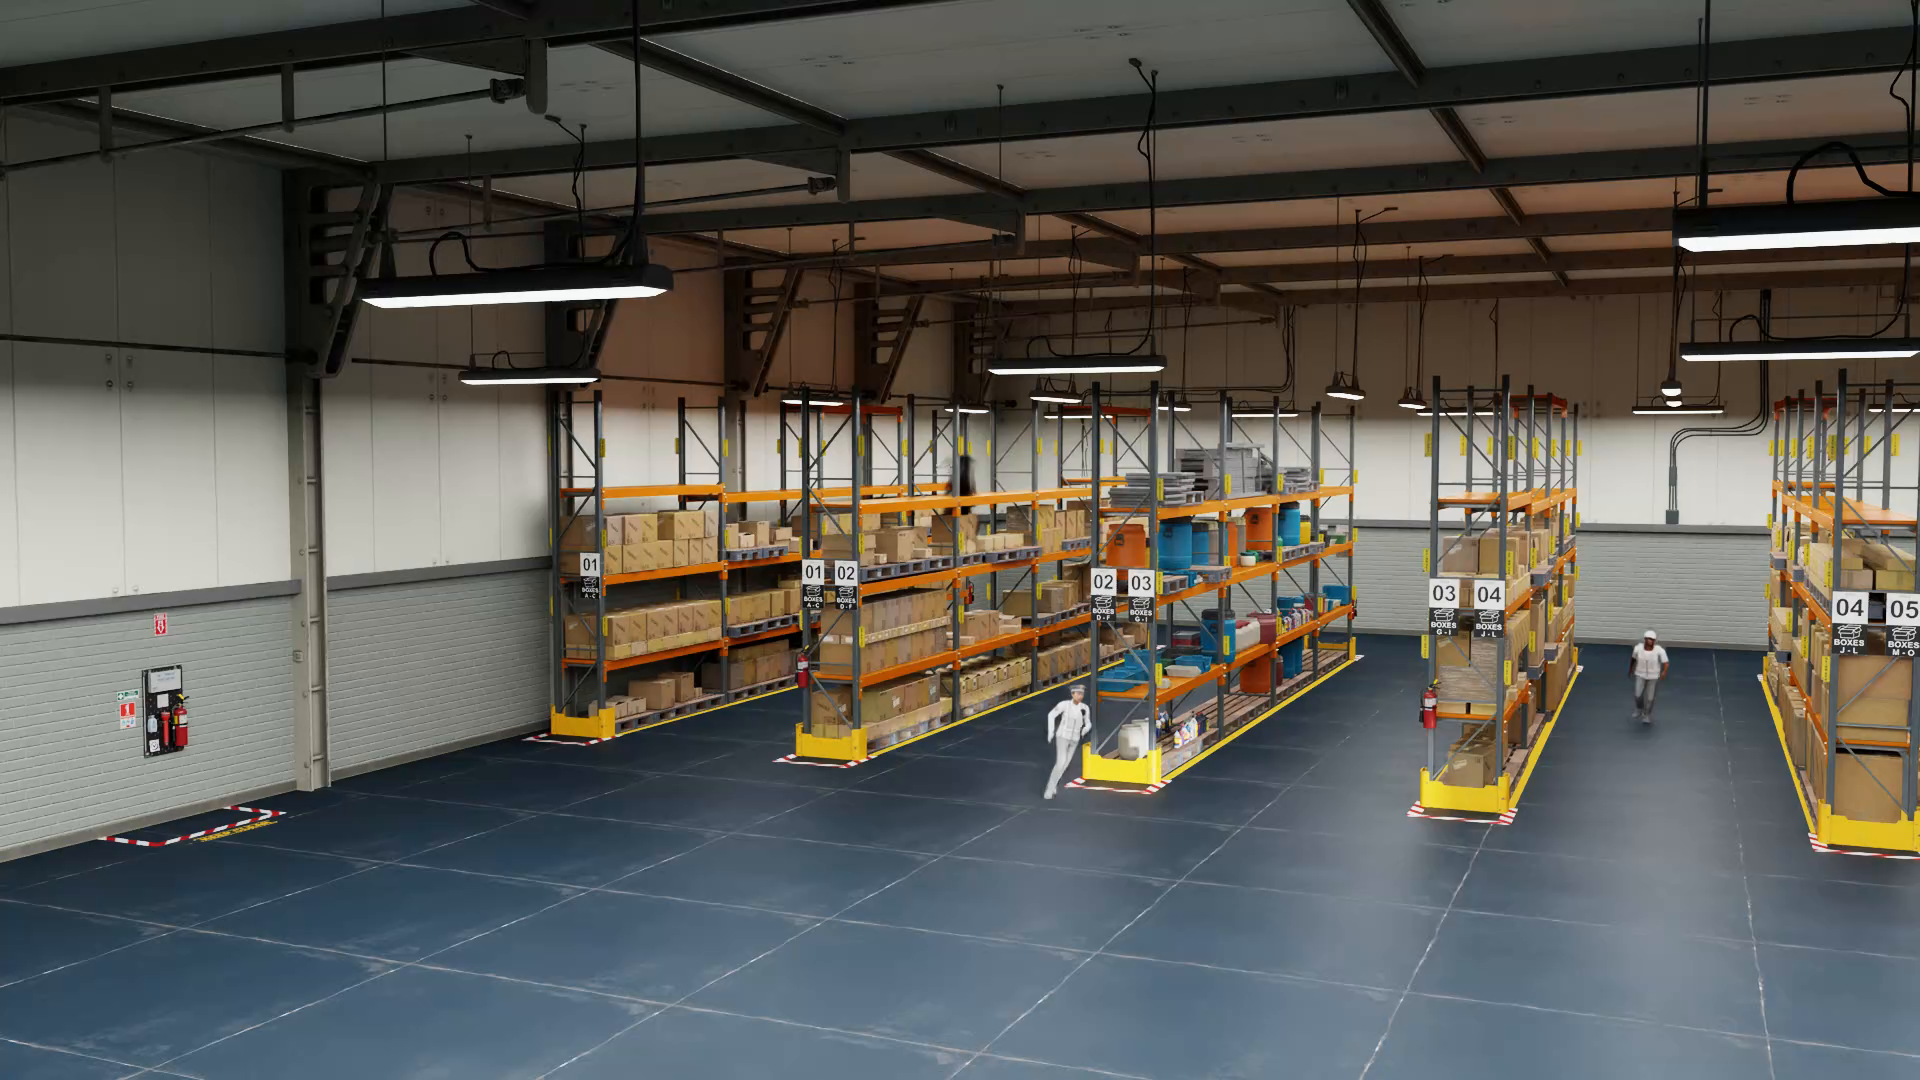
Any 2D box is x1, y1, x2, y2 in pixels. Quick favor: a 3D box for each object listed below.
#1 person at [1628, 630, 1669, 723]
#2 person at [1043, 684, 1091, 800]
[{"bbox_3d":[12.425,2.477,30.048,0.710,1.714,0.794,2,4,26],"label":"person"},{"bbox_3d":[1.518,2.866,23.772,0.742,1.626,0.696,-1,3,-20],"label":"person"}]
